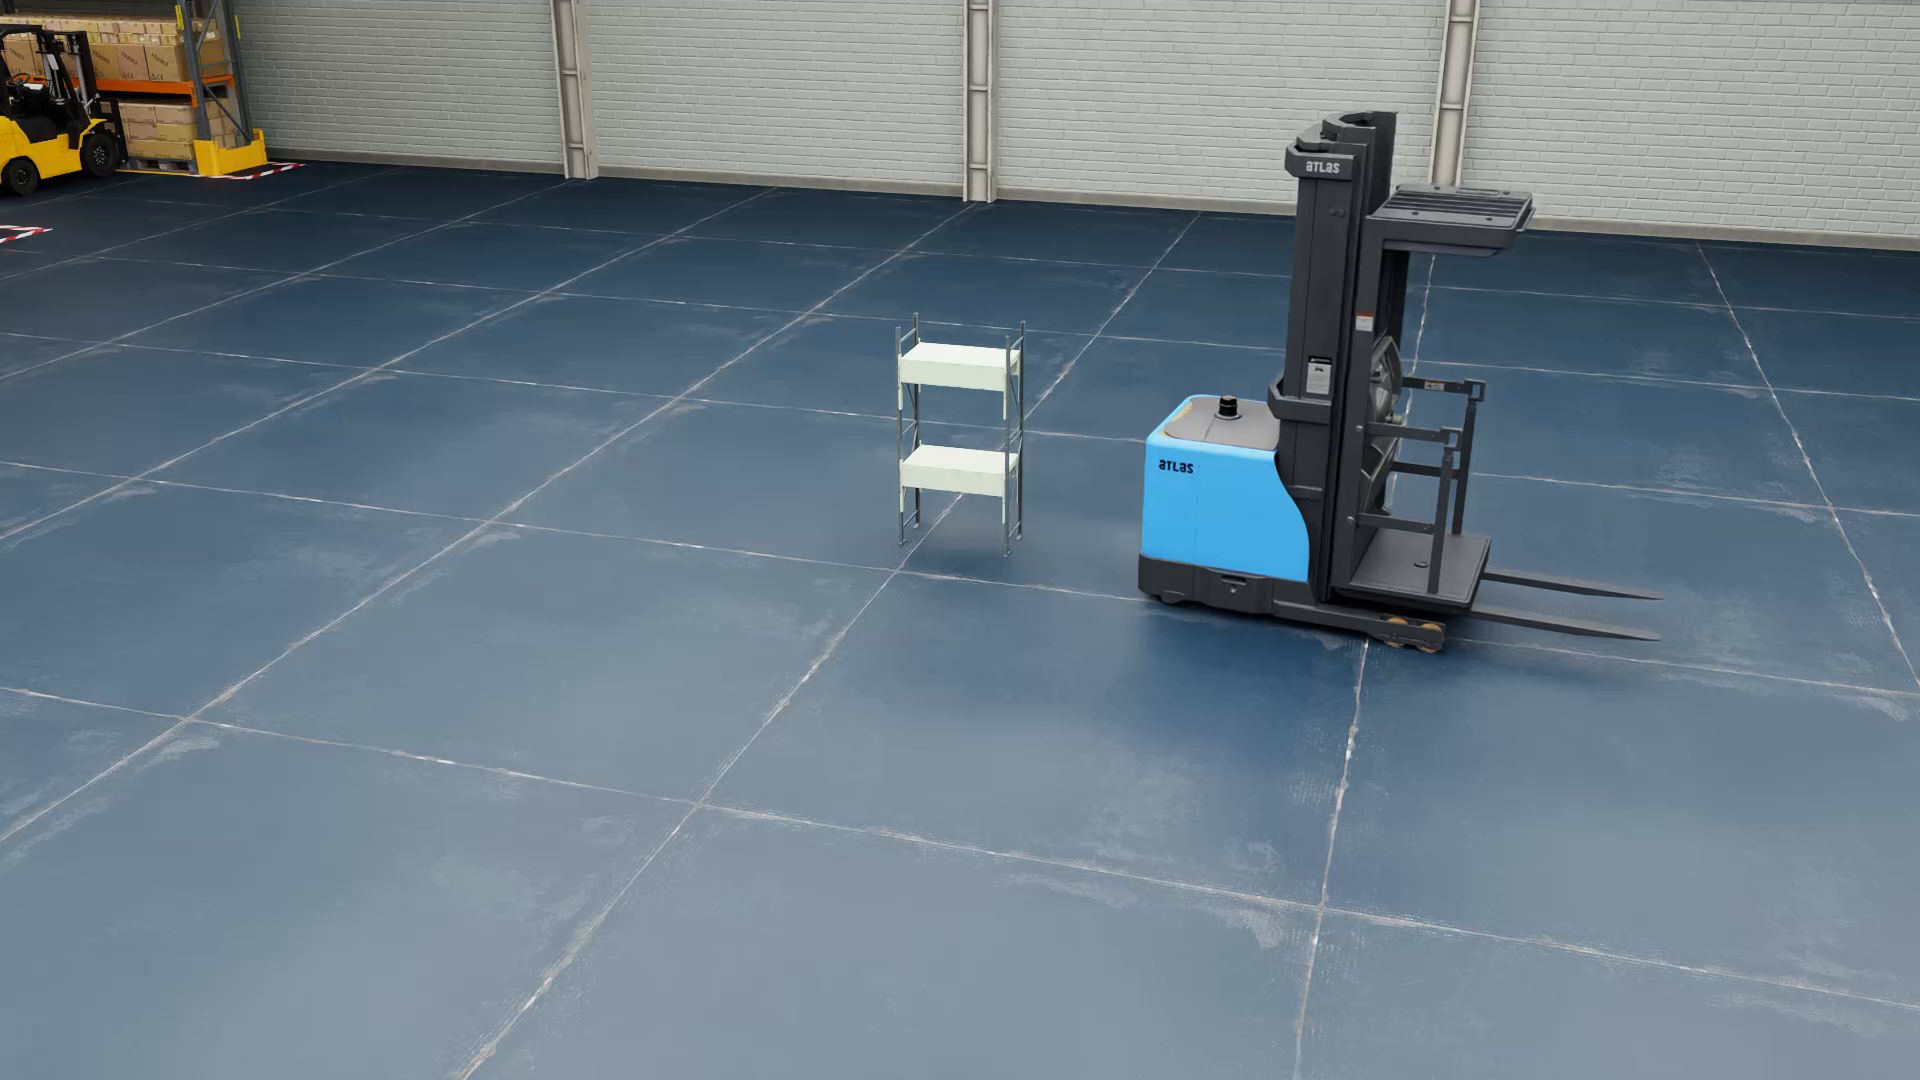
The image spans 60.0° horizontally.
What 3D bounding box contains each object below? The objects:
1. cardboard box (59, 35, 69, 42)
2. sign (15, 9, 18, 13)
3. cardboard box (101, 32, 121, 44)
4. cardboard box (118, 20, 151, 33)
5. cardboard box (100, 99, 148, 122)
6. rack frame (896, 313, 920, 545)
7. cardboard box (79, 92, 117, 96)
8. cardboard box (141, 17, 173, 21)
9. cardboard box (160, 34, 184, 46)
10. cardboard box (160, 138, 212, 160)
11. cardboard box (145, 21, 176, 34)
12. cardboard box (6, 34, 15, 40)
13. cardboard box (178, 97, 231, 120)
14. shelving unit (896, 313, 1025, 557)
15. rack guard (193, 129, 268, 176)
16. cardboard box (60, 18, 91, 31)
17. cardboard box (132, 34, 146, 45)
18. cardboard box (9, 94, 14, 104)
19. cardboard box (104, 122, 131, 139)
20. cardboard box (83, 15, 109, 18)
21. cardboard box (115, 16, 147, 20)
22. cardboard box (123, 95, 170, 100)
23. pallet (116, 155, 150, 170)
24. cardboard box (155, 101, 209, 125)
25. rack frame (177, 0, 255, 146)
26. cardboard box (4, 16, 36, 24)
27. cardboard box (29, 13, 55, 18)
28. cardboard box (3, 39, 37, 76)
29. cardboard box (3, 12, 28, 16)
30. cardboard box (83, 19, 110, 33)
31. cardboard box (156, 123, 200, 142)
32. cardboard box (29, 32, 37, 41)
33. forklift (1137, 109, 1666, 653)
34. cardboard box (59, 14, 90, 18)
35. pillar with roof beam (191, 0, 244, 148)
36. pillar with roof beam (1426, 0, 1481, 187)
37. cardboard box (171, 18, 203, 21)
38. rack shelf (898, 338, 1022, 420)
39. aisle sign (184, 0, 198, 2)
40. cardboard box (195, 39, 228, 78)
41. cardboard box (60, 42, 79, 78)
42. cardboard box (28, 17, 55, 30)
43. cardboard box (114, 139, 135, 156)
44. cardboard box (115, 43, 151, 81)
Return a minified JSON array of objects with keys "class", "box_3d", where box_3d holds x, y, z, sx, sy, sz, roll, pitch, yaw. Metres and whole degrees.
[{"class":"cardboard box","box_3d":[-12.937,-7.380,24.324,0.250,0.149,0.380,6,23,14]},{"class":"sign","box_3d":[-14.482,-7.980,25.527,0.005,0.325,0.100,7,23,16]},{"class":"cardboard box","box_3d":[-12.211,-7.297,24.120,0.250,0.149,0.380,6,23,14]},{"class":"cardboard box","box_3d":[-11.935,-7.438,24.073,0.250,0.149,0.380,7,23,16]},{"class":"cardboard box","box_3d":[-12.319,-6.330,24.502,0.500,0.250,0.500,7,23,16]},{"class":"rack frame","box_3d":[-0.344,-0.733,11.081,0.023,1.500,0.400,7,23,16]},{"class":"cardboard box","box_3d":[-13.144,-6.632,25.238,0.500,0.250,0.500,7,23,16]},{"class":"cardboard box","box_3d":[-11.801,-7.599,24.463,0.250,0.149,0.380,7,23,16]},{"class":"cardboard box","box_3d":[-11.224,-7.185,23.848,0.250,0.149,0.380,7,23,16]},{"class":"cardboard box","box_3d":[-11.352,-5.762,24.434,0.500,0.250,0.500,7,23,16]},{"class":"cardboard box","box_3d":[-11.460,-7.365,23.895,0.250,0.149,0.380,7,23,16]},{"class":"cardboard box","box_3d":[-13.906,-7.511,24.642,0.250,0.149,0.380,6,23,15]},{"class":"cardboard box","box_3d":[-11.217,-6.409,24.694,0.500,0.250,0.500,6,23,15]},{"class":"shelving unit","box_3d":[0.006,-0.693,10.984,0.755,1.500,0.431,7,23,16]},{"class":"rack guard","box_3d":[-10.788,-5.744,24.614,0.348,0.500,1.175,7,23,16]},{"class":"cardboard box","box_3d":[-12.921,-7.549,24.343,0.250,0.149,0.380,7,23,16]},{"class":"cardboard box","box_3d":[-11.708,-7.253,24.014,0.250,0.149,0.380,7,23,17]},{"class":"cardboard box","box_3d":[-14.268,-6.559,25.060,0.500,0.250,0.500,6,23,15]},{"class":"cardboard box","box_3d":[-12.345,-6.104,24.609,0.500,0.250,0.500,6,23,14]},{"class":"cardboard box","box_3d":[-12.797,-7.709,24.732,0.250,0.149,0.380,7,23,17]},{"class":"cardboard box","box_3d":[-12.283,-7.683,24.669,0.250,0.149,0.380,6,23,14]},{"class":"cardboard box","box_3d":[-12.172,-6.521,24.968,0.500,0.250,0.500,6,23,15]},{"class":"pallet","box_3d":[-12.720,-5.816,25.170,1.213,0.211,1.003,7,23,15]},{"class":"cardboard box","box_3d":[-11.342,-6.225,24.245,0.500,0.250,0.500,7,23,17]},{"class":"rack frame","box_3d":[-10.811,-6.903,24.146,0.127,3.000,1.000,7,23,16]},{"class":"cardboard box","box_3d":[-13.898,-7.662,24.618,0.250,0.149,0.380,6,23,15]},{"class":"cardboard box","box_3d":[-13.762,-7.833,25.036,0.250,0.149,0.380,6,23,15]},{"class":"cardboard box","box_3d":[-13.788,-7.193,24.721,0.500,0.500,0.500,7,23,16]},{"class":"cardboard box","box_3d":[-14.248,-7.900,25.199,0.250,0.149,0.380,7,23,16]},{"class":"cardboard box","box_3d":[-12.466,-7.453,24.109,0.250,0.149,0.380,7,23,17]},{"class":"cardboard box","box_3d":[-11.367,-5.996,24.346,0.500,0.250,0.500,6,23,15]},{"class":"cardboard box","box_3d":[-13.440,-7.428,24.439,0.250,0.149,0.380,6,23,15]},{"class":"forklift","box_3d":[2.671,-0.930,9.676,3.031,2.935,1.130,9,24,21]},{"class":"cardboard box","box_3d":[-13.262,-7.793,24.937,0.250,0.149,0.380,6,23,15]},{"class":"pillar with roof beam","box_3d":[-12.461,-8.518,20.178,0.400,9.000,9.100,7,23,16]},{"class":"pillar with roof beam","box_3d":[4.772,-6.545,15.368,0.400,9.000,9.100,7,23,16]},{"class":"cardboard box","box_3d":[-11.307,-7.553,24.353,0.250,0.149,0.380,7,23,17]},{"class":"rack shelf","box_3d":[0.006,-1.054,10.836,0.720,0.370,0.431,7,23,16]},{"class":"aisle sign","box_3d":[-10.833,-7.992,23.375,0.004,0.787,0.394,7,23,16]},{"class":"cardboard box","box_3d":[-11.205,-7.104,24.505,0.500,0.500,0.500,7,23,17]},{"class":"cardboard box","box_3d":[-12.827,-7.075,24.434,0.500,0.500,0.500,7,23,16]},{"class":"cardboard box","box_3d":[-13.425,-7.578,24.413,0.250,0.149,0.380,6,23,15]},{"class":"cardboard box","box_3d":[-12.302,-5.878,24.717,0.500,0.250,0.500,7,23,16]},{"class":"cardboard box","box_3d":[-11.852,-6.968,24.173,0.500,0.500,0.500,7,23,17]}]
